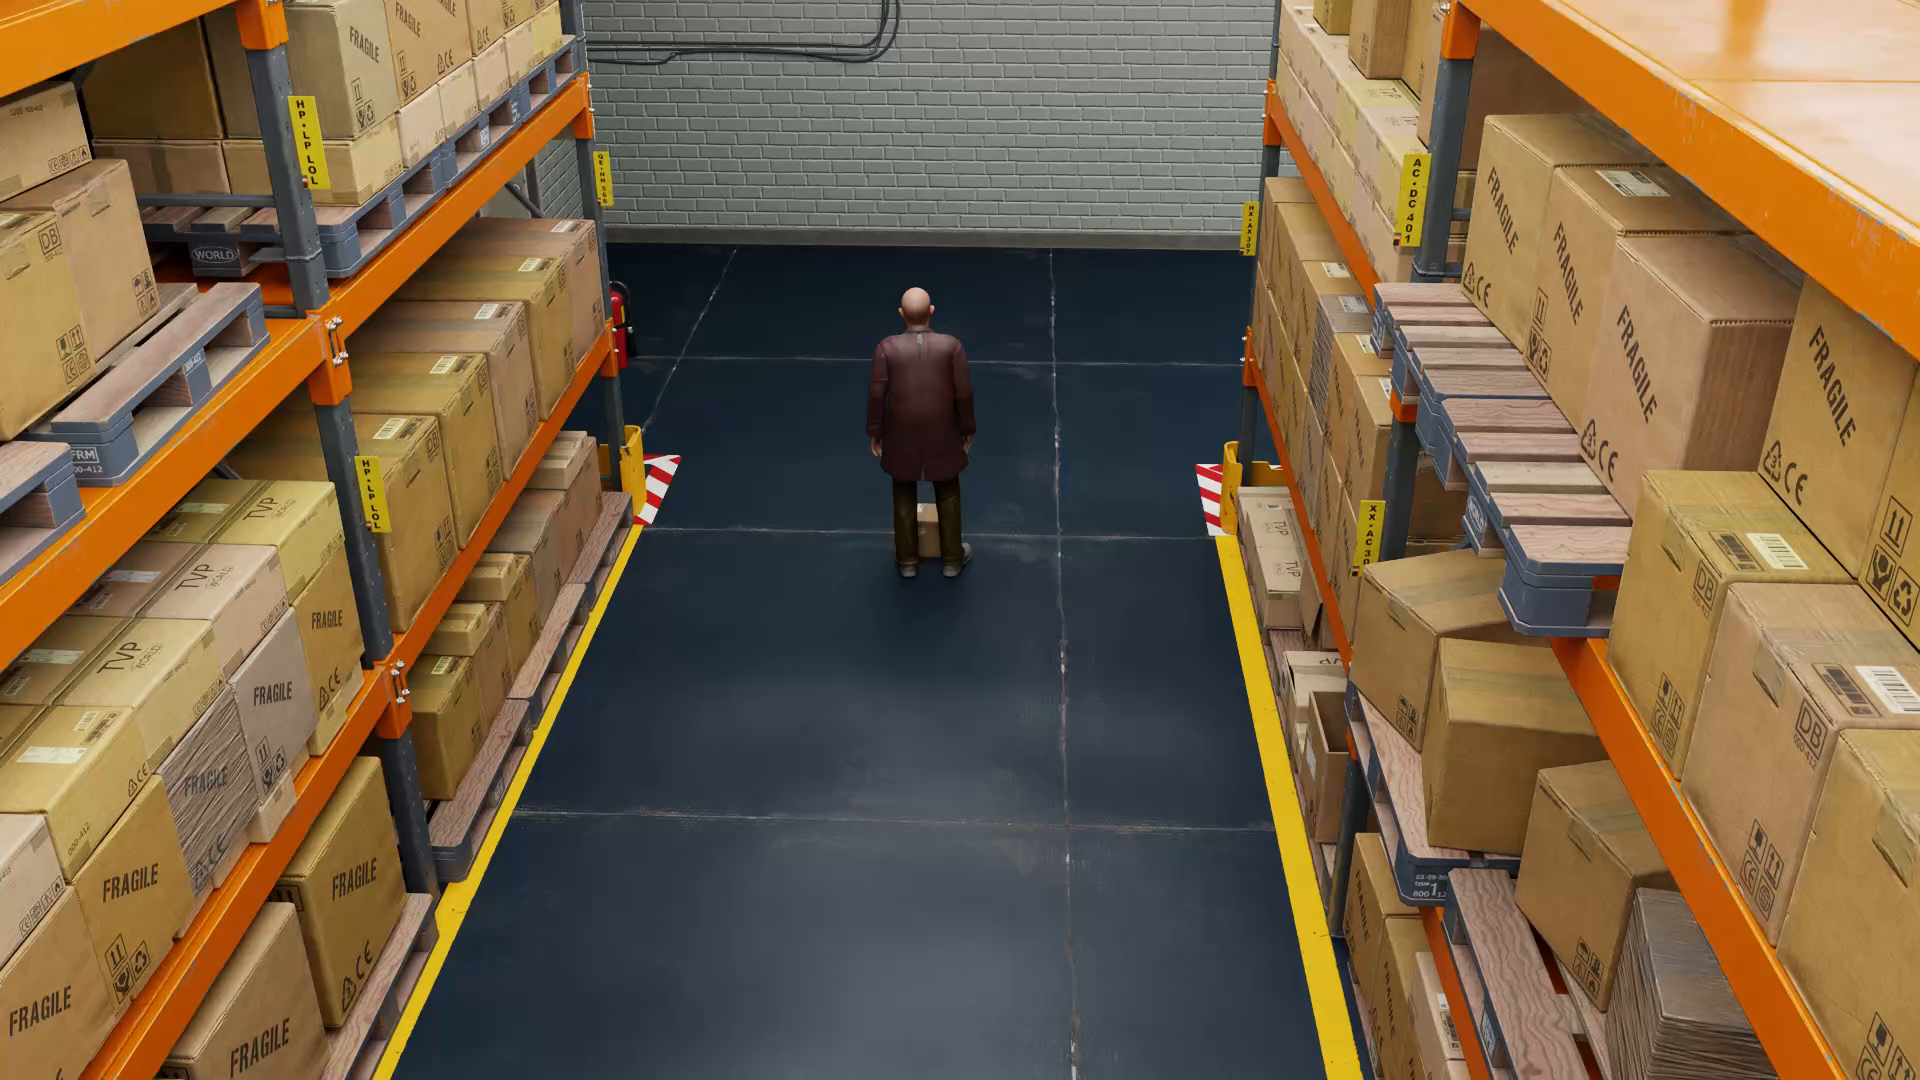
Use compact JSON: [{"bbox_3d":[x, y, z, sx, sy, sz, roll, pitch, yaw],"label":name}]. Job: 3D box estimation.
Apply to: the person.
[{"bbox_3d":[-0.230,-0.624,9.830,0.654,1.774,0.421,0,28,-1],"label":"person"}]
